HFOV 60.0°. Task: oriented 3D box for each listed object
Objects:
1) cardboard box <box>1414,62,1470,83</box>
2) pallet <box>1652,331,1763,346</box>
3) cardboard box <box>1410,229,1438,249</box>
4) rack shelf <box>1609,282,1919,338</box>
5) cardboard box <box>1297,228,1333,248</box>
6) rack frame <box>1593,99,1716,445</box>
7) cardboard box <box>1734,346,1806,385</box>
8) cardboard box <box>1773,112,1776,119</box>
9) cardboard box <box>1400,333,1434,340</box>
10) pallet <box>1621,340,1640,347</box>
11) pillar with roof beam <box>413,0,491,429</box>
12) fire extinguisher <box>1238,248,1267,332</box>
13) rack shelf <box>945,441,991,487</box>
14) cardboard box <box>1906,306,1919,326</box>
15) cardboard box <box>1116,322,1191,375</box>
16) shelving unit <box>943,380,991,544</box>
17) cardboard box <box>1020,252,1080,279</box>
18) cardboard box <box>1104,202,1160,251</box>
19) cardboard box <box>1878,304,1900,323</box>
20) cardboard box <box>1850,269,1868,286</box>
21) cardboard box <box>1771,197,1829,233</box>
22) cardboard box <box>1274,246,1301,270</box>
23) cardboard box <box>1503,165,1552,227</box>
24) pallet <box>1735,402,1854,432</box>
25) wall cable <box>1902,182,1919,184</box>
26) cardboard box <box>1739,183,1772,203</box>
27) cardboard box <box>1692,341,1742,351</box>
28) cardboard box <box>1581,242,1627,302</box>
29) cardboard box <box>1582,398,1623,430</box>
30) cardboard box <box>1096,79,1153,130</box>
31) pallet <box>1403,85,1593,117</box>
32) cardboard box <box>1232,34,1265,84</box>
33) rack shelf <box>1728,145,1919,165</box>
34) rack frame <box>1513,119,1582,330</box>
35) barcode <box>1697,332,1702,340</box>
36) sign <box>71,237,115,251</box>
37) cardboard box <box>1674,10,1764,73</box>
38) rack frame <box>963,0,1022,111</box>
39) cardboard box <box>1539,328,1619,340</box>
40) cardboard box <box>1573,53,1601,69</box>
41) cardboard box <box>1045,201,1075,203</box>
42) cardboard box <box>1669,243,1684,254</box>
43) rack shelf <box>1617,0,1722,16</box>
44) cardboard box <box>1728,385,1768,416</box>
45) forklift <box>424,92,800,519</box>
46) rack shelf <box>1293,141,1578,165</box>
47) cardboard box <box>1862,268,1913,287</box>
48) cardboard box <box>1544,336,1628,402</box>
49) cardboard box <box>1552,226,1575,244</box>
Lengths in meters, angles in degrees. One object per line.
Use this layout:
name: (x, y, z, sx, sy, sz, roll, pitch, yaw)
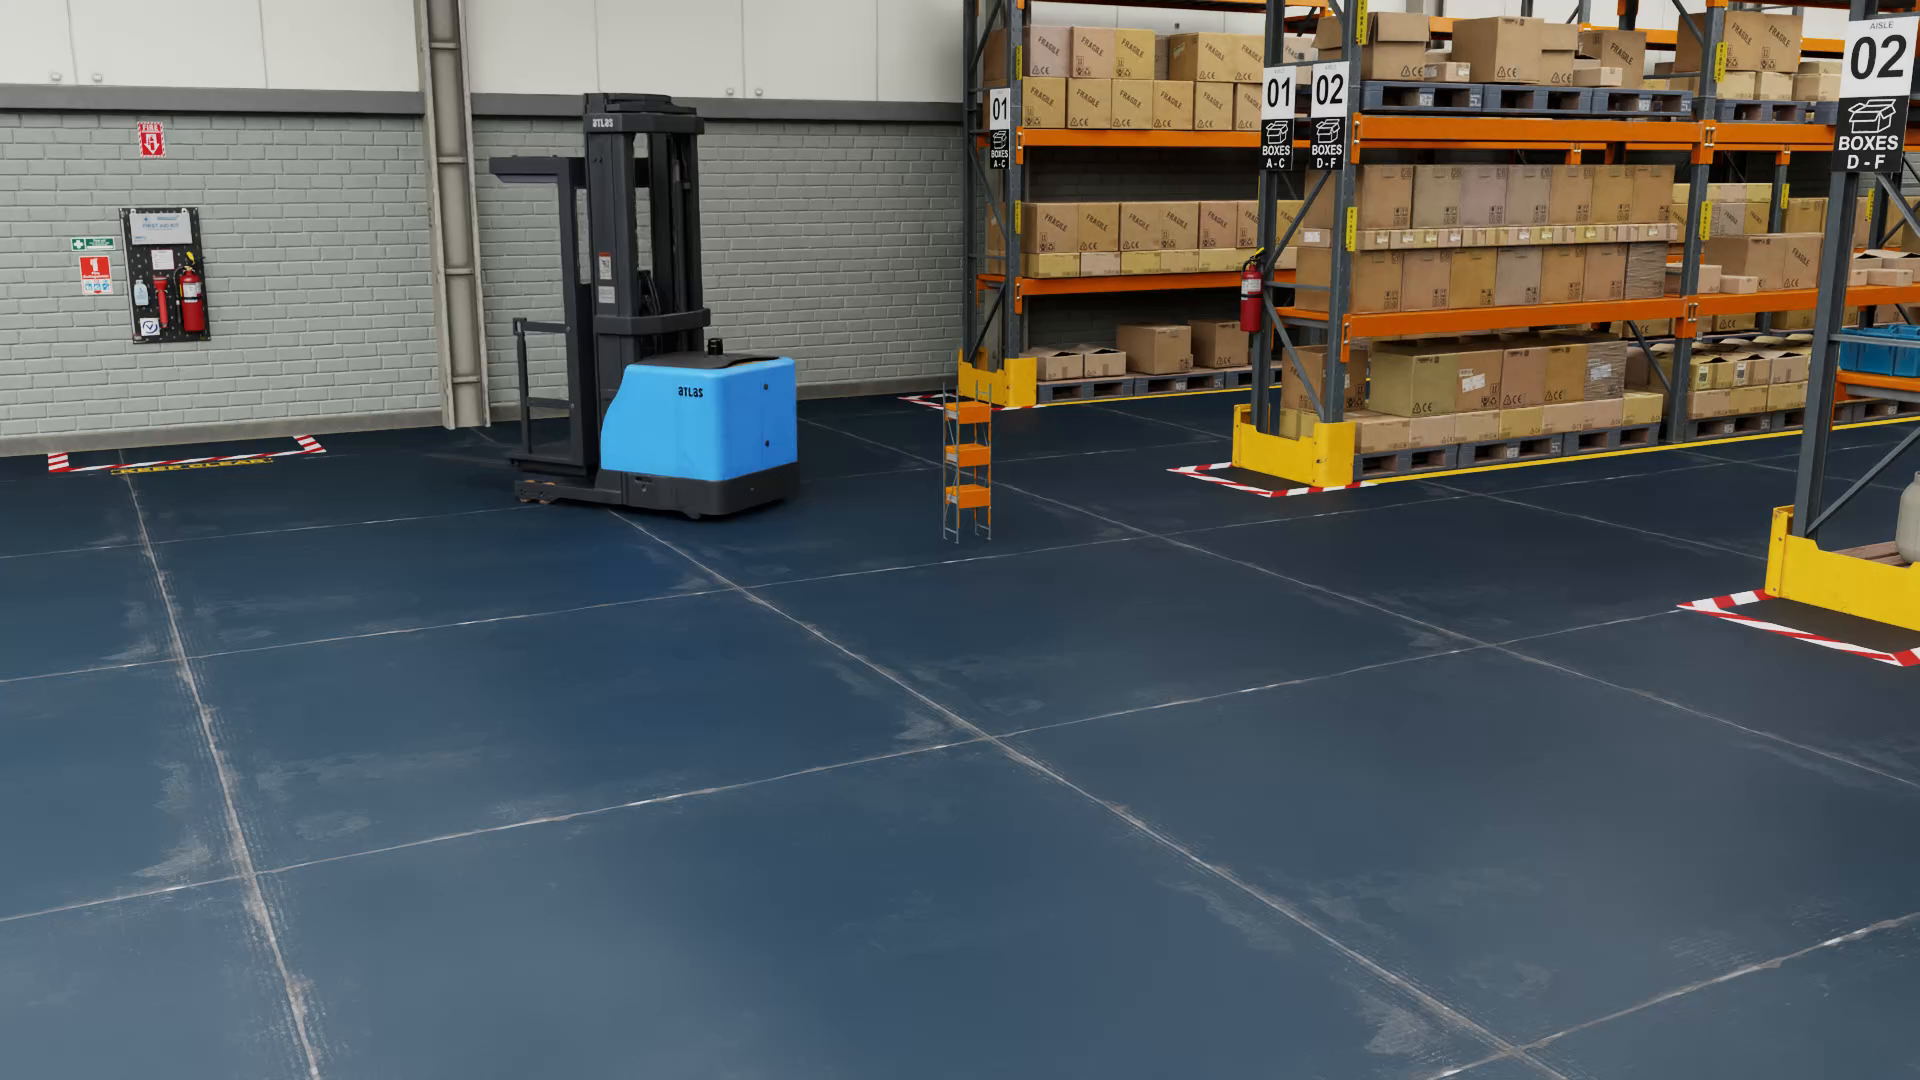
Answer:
cardboard box: (3.816, -3.703, 13.196, 0.250, 0.149, 0.380, -7, 14, -28)
pallet: (10.214, -2.760, 22.890, 1.213, 0.211, 1.003, -7, 14, -28)
cardboard box: (3.597, -2.418, 13.318, 0.250, 0.149, 0.380, -7, 14, -28)
rack shelf: (7.966, -2.279, 16.044, 4.000, 0.370, 1.077, -7, 14, -28)
cardboard box: (2.943, -2.441, 13.419, 0.250, 0.149, 0.380, -7, 15, -29)
rack frame: (6.210, -2.420, 15.030, 0.127, 3.000, 1.000, -7, 14, -28)
cardboard box: (7.588, -1.659, 15.676, 0.500, 0.311, 0.500, -7, 15, -30)
cardboard box: (11.344, -5.977, 23.160, 0.500, 0.250, 0.500, -7, 14, -27)
cardboard box: (5.368, -2.560, 20.343, 0.500, 0.500, 0.700, -7, 14, -27)
pallet: (8.072, -2.503, 21.750, 1.213, 0.211, 1.003, -7, 14, -28)
pillar with roof beam: (-2.681, -4.660, 11.318, 0.400, 9.000, 9.100, -7, 14, -28)
fire extinguisher: (2.373, -2.038, 13.511, 0.183, 0.674, 0.296, -7, 14, -28)
rack shelf: (0.047, -0.507, 11.021, 0.240, 0.259, 0.215, -7, 14, -28)
cardboard box: (10.477, -2.352, 17.711, 0.500, 0.250, 0.500, -6, 14, -26)
cardboard box: (2.141, -2.131, 18.439, 0.500, 0.500, 0.700, -8, 15, -31)
shelving unit: (0.047, -0.518, 11.019, 0.252, 1.050, 0.215, -7, 14, -28)
cardboard box: (0.903, -2.880, 17.371, 0.500, 0.250, 0.500, -7, 15, -29)
cardboard box: (1.781, -3.351, 17.756, 0.500, 0.500, 0.500, -7, 15, -30)
cardboard box: (13.361, -3.476, 24.461, 0.500, 0.500, 0.700, -7, 14, -28)
cardboard box: (8.629, -2.573, 16.283, 0.250, 0.149, 0.380, -6, 14, -24)
cardboard box: (11.983, -4.492, 23.553, 0.700, 0.700, 0.980, -7, 15, -29)
cardboard box: (3.563, -3.202, 18.803, 0.500, 0.250, 0.500, -7, 14, -28)
cardboard box: (4.502, -2.895, 13.960, 0.500, 0.500, 0.700, -7, 14, -28)
pallet: (7.910, -1.274, 16.288, 1.213, 0.211, 1.003, -7, 14, -28)
wall cable: (15.037, -5.449, 26.176, 1.851, 1.984, 0.084, -7, 14, -28)
cardboard box: (10.568, -4.687, 22.444, 0.500, 0.250, 0.500, -6, 14, -26)
cardboard box: (7.321, -1.763, 16.139, 0.500, 0.311, 0.500, -7, 14, -28)
cardboard box: (5.364, -2.364, 14.554, 0.500, 0.500, 0.700, -7, 14, -28)
cardboard box: (5.464, -1.142, 14.656, 0.500, 0.250, 0.500, -7, 14, -28)
cardboard box: (1.678, -4.567, 17.466, 0.500, 0.500, 0.500, -6, 14, -25)
pallet: (4.404, -3.618, 13.723, 1.213, 0.211, 1.003, -7, 14, -28)
cardboard box: (3.045, -5.219, 18.085, 0.500, 0.500, 0.500, -6, 14, -25)
rack shelf: (12.611, -5.539, 23.694, 4.000, 0.370, 1.077, -7, 14, -28)
rack frame: (7.344, -3.795, 21.140, 0.127, 3.000, 1.000, -7, 14, -28)
barcode: (6.634, -1.830, 14.913, 0.075, 0.075, 0.001, -7, 14, -28)
sign: (-7.458, -2.546, 14.303, 0.331, 0.109, 0.001, -7, 14, -28)
cardboard box: (6.771, -4.438, 14.843, 0.500, 0.500, 0.500, -7, 14, -27)
rack frame: (0.322, -5.880, 16.741, 0.127, 3.000, 1.000, -7, 14, -28)
cardboard box: (5.653, -1.661, 15.254, 0.500, 0.500, 0.500, -7, 14, -28)
cardboard box: (5.168, -4.054, 14.387, 0.500, 0.311, 0.500, -8, 15, -31)
cardboard box: (1.081, -3.397, 17.961, 0.500, 0.500, 0.500, -7, 14, -27)
cardboard box: (9.319, -3.862, 21.964, 0.250, 0.149, 0.380, -6, 14, -26)
rack shelf: (4.455, -4.590, 13.559, 4.000, 0.370, 1.077, -7, 14, -28)
cardboard box: (7.132, -1.331, 15.500, 0.500, 0.250, 0.500, -6, 14, -26)
forklift: (-2.730, -1.785, 12.364, 3.031, 2.935, 1.130, 7, 14, 28)
rack shelf: (5.589, -4.697, 19.954, 4.000, 0.370, 1.077, -7, 14, -28)
cardboard box: (9.064, -2.570, 16.270, 0.250, 0.149, 0.380, -7, 14, -28)
cardboard box: (5.463, -1.508, 14.575, 0.500, 0.500, 0.500, -7, 14, -28)
cardboard box: (4.959, -2.582, 14.045, 0.250, 0.149, 0.380, -6, 14, -26)
